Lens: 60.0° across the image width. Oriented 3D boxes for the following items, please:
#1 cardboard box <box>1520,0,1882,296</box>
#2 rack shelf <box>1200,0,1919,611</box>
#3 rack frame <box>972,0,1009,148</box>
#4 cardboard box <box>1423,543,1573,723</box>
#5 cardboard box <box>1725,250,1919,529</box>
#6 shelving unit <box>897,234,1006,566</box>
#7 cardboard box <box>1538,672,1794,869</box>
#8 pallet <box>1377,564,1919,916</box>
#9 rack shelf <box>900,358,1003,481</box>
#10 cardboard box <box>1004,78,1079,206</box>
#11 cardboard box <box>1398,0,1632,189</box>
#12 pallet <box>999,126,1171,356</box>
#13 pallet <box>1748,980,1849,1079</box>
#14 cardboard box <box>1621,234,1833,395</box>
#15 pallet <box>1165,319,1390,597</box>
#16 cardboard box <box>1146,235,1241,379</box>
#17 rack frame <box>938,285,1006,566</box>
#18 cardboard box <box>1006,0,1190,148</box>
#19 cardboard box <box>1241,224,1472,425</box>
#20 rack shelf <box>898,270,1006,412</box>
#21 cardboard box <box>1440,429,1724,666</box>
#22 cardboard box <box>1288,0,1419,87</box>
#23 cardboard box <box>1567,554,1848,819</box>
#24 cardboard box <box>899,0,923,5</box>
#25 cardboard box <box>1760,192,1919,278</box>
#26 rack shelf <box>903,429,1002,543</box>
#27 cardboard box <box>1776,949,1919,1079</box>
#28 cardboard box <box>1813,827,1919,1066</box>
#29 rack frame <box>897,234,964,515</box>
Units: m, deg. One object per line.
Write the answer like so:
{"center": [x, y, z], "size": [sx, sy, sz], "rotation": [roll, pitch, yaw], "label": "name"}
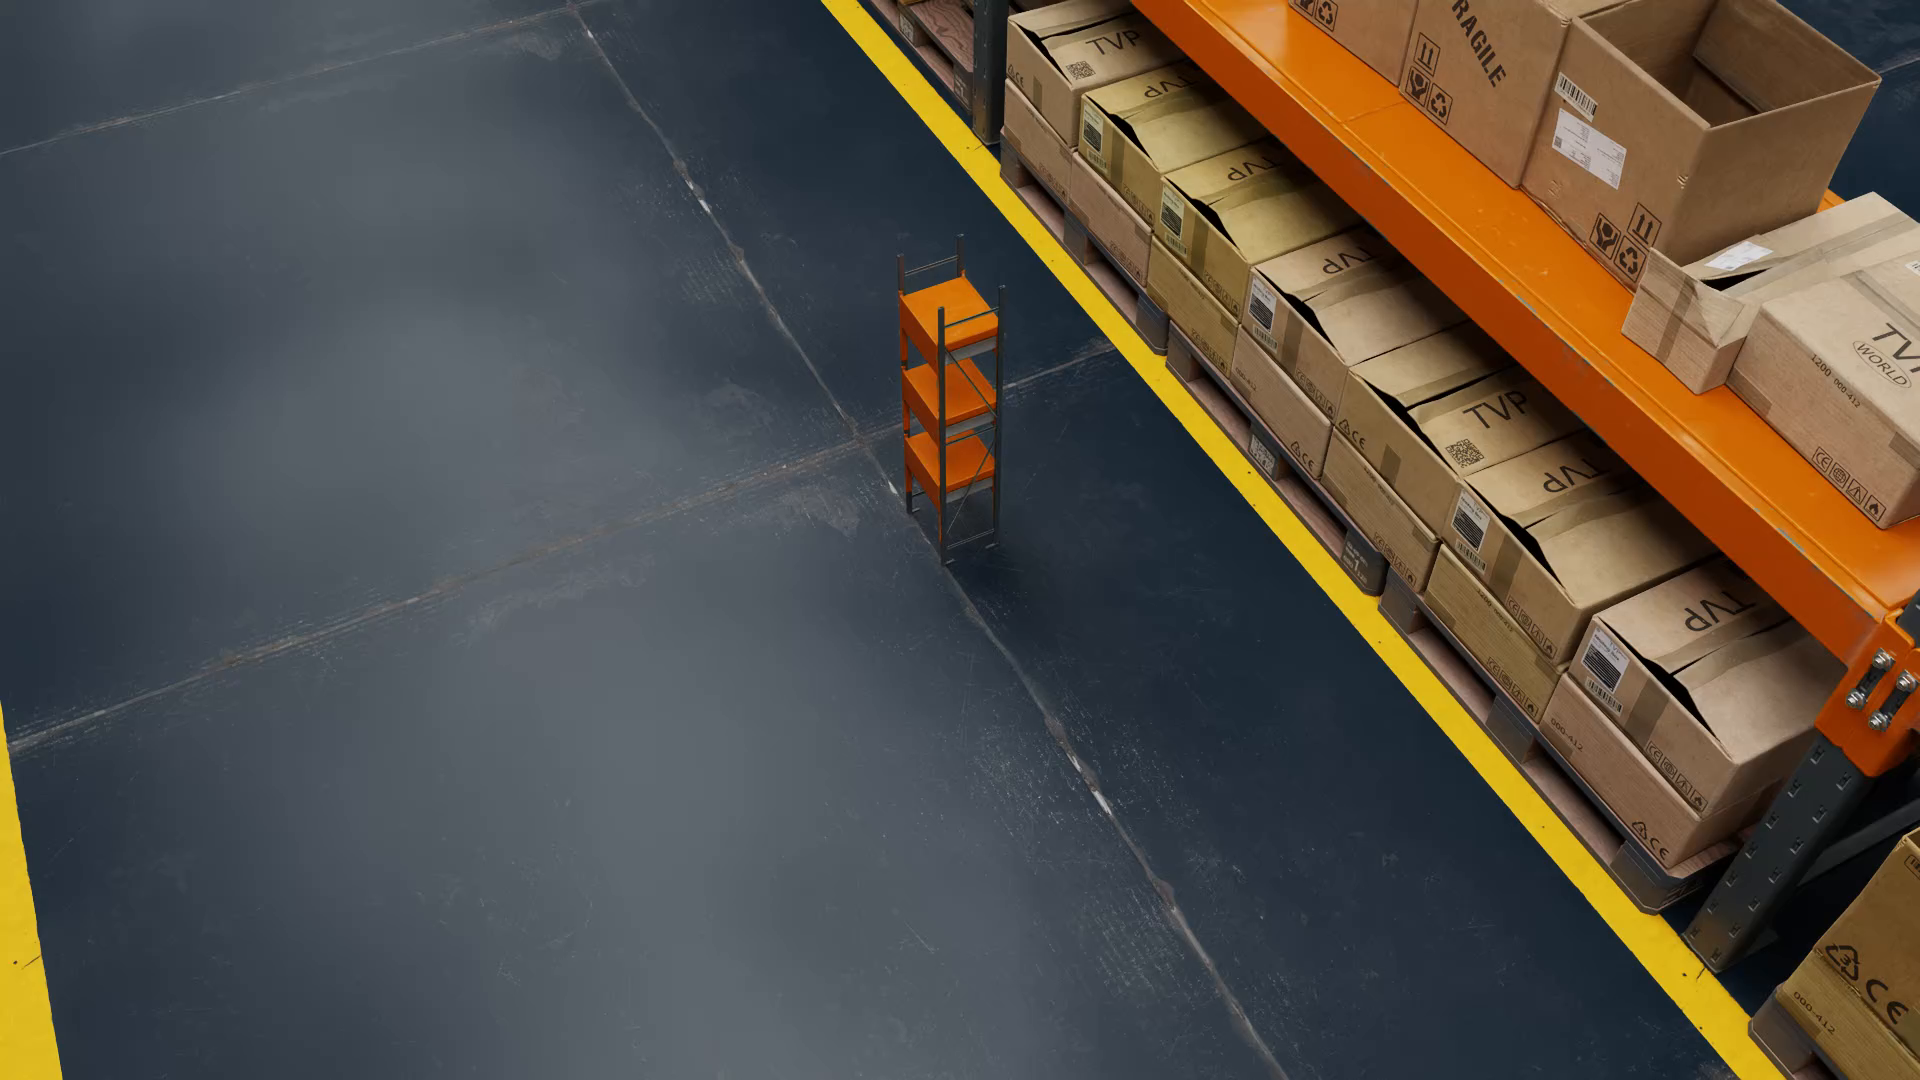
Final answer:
{"center": [1.774, -0.986, 4.053], "size": [0.500, 0.500, 0.500], "rotation": [-18, 51, -15], "label": "cardboard box"}
{"center": [1.437, -1.247, 4.696], "size": [0.919, 0.124, 3.809], "rotation": [-21, 52, -18], "label": "rack shelf"}
{"center": [0.522, -2.758, 5.670], "size": [1.000, 3.000, 0.127], "rotation": [-21, 52, -18], "label": "rack frame"}
{"center": [1.675, 0.169, 4.657], "size": [0.500, 0.250, 0.500], "rotation": [-22, 52, -18], "label": "cardboard box"}
{"center": [2.088, -0.346, 3.660], "size": [0.500, 0.250, 0.500], "rotation": [-18, 51, -15], "label": "cardboard box"}
{"center": [-0.024, -0.381, 4.886], "size": [0.215, 1.050, 0.252], "rotation": [-21, 52, -18], "label": "shelving unit"}
{"center": [1.905, 0.508, 4.361], "size": [0.500, 0.250, 0.500], "rotation": [-22, 52, -18], "label": "cardboard box"}
{"center": [1.980, 0.357, 4.797], "size": [1.003, 0.211, 1.213], "rotation": [-21, 52, -18], "label": "pallet"}
{"center": [-0.024, -0.374, 4.894], "size": [0.215, 0.259, 0.240], "rotation": [-21, 52, -18], "label": "rack shelf"}
{"center": [0.500, -1.540, 6.152], "size": [0.500, 0.250, 0.500], "rotation": [-21, 52, -18], "label": "cardboard box"}
{"center": [1.545, -1.322, 4.347], "size": [0.500, 0.500, 0.500], "rotation": [-21, 52, -17], "label": "cardboard box"}
{"center": [0.864, -1.276, 6.226], "size": [1.003, 0.211, 1.213], "rotation": [-21, 52, -18], "label": "pallet"}
{"center": [2.679, 1.383, 3.900], "size": [1.003, 0.211, 1.213], "rotation": [-21, 52, -18], "label": "pallet"}
{"center": [1.787, -0.562, 3.838], "size": [0.396, 0.266, 0.258], "rotation": [-22, 52, -18], "label": "cardboard box"}
{"center": [1.418, -0.460, 5.512], "size": [1.003, 0.211, 1.213], "rotation": [-21, 52, -18], "label": "pallet"}
{"center": [0.974, -0.858, 5.555], "size": [0.500, 0.250, 0.500], "rotation": [-22, 53, -18], "label": "cardboard box"}
{"center": [0.031, -0.300, 4.815], "size": [0.200, 1.050, 0.008], "rotation": [-21, 52, -18], "label": "rack frame"}
{"center": [0.500, -1.724, 5.940], "size": [0.500, 0.311, 0.500], "rotation": [-20, 52, -16], "label": "cardboard box"}
{"center": [1.215, -0.690, 5.036], "size": [0.500, 0.311, 0.500], "rotation": [-22, 52, -18], "label": "cardboard box"}
{"center": [-0.024, -0.561, 4.681], "size": [0.215, 0.259, 0.240], "rotation": [-21, 52, -18], "label": "rack shelf"}
{"center": [1.668, -0.017, 4.447], "size": [0.500, 0.311, 0.500], "rotation": [-20, 52, -17], "label": "cardboard box"}
{"center": [1.304, -1.674, 4.655], "size": [0.500, 0.500, 0.500], "rotation": [-24, 53, -19], "label": "cardboard box"}
{"center": [1.912, 0.329, 4.145], "size": [0.500, 0.311, 0.500], "rotation": [-21, 52, -18], "label": "cardboard box"}
{"center": [-0.115, -2.625, 6.922], "size": [0.500, 0.500, 0.500], "rotation": [-19, 52, -16], "label": "cardboard box"}
{"center": [2.128, -0.662, 4.003], "size": [0.380, 0.149, 0.250], "rotation": [-21, 52, -18], "label": "cardboard box"}
{"center": [-0.024, -0.191, 5.103], "size": [0.215, 0.259, 0.240], "rotation": [-21, 52, -18], "label": "rack shelf"}
{"center": [2.295, 1.101, 3.842], "size": [0.500, 0.250, 0.500], "rotation": [-21, 52, -18], "label": "cardboard box"}
{"center": [2.286, 0.857, 3.557], "size": [0.500, 0.500, 0.500], "rotation": [-21, 52, -18], "label": "cardboard box"}
{"center": [-0.080, -0.463, 4.958], "size": [0.200, 1.050, 0.008], "rotation": [-21, 52, -18], "label": "rack frame"}
